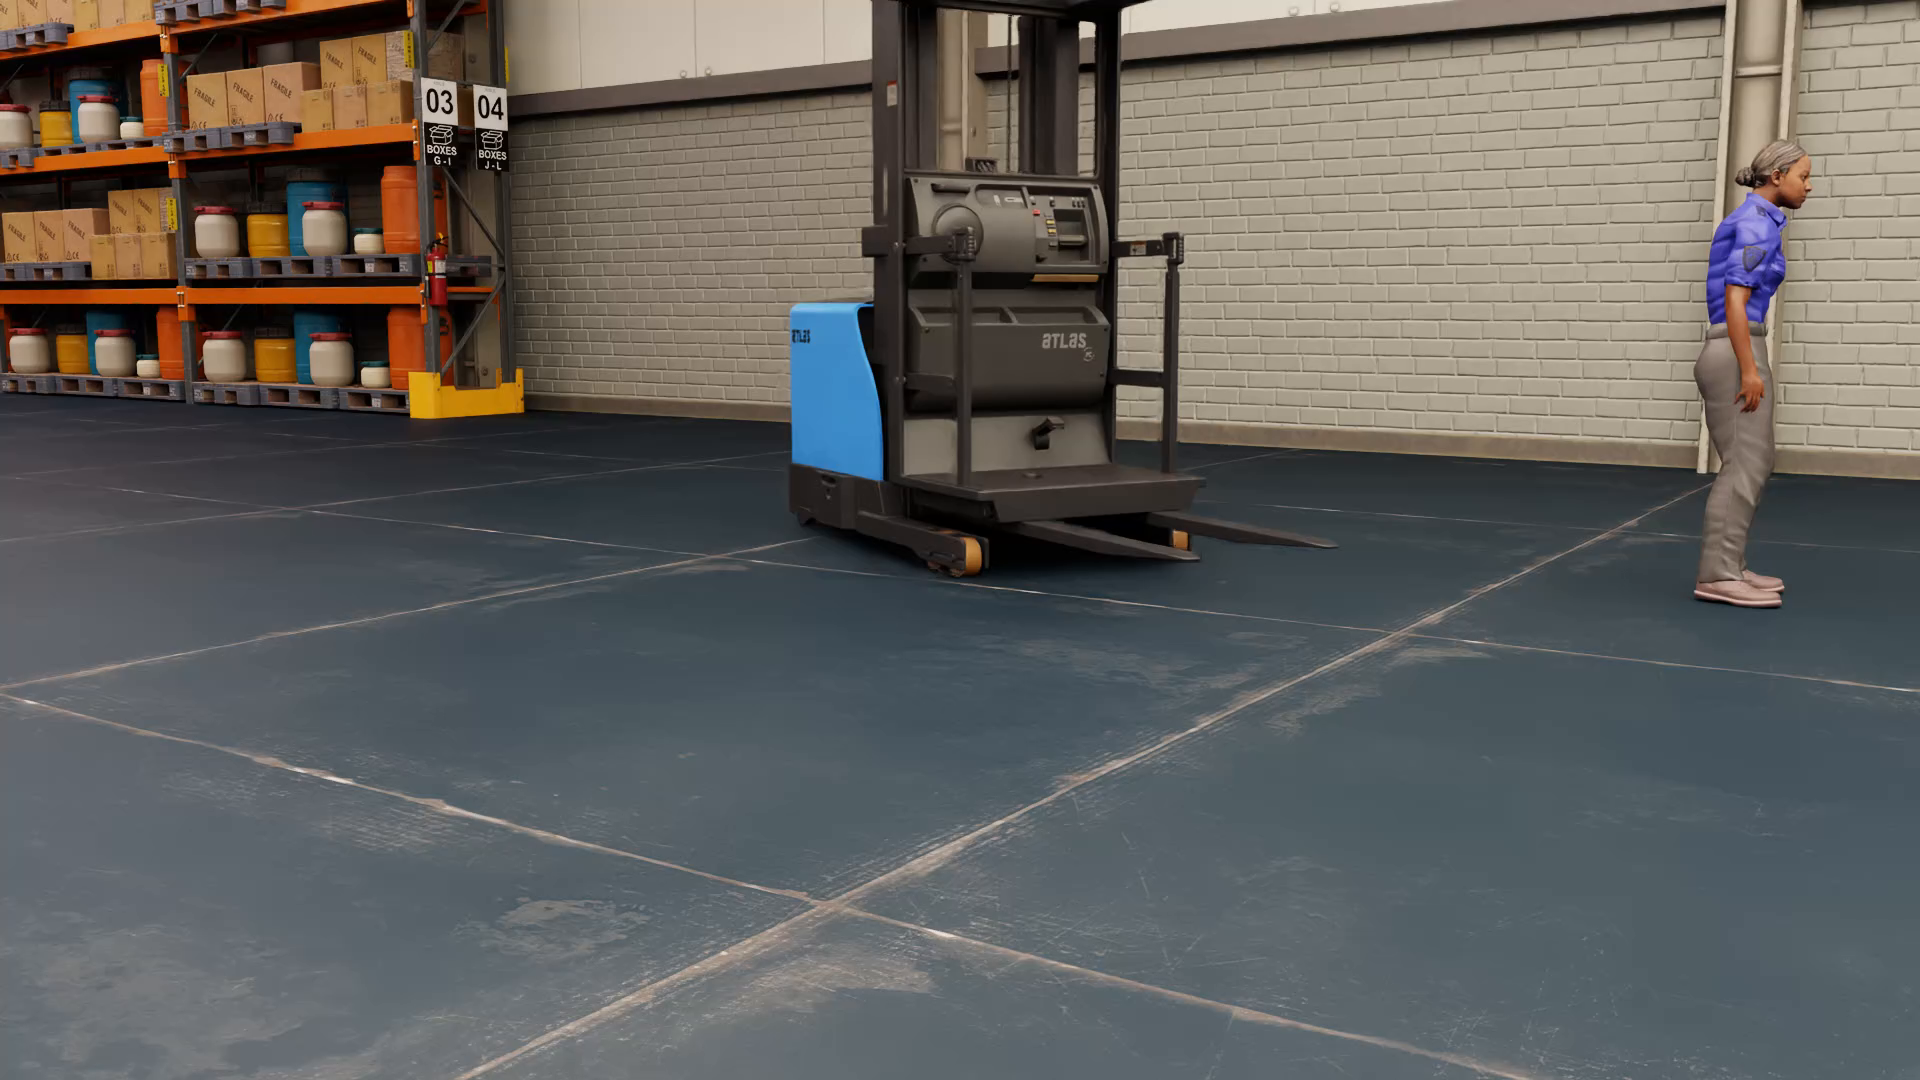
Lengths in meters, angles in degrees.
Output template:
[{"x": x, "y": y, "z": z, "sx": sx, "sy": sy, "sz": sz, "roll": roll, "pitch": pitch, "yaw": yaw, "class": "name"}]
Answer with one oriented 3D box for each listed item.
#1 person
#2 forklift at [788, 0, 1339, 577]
[{"x": 2.857, "y": -0.605, "z": 6.042, "sx": 0.351, "sy": 1.639, "sz": 0.519, "roll": 4, "pitch": 9, "yaw": 25, "class": "person"}, {"x": 0.320, "y": -1.375, "z": 6.861, "sx": 1.130, "sy": 2.935, "sz": 3.031, "roll": -4, "pitch": 9, "yaw": -28, "class": "forklift"}]
